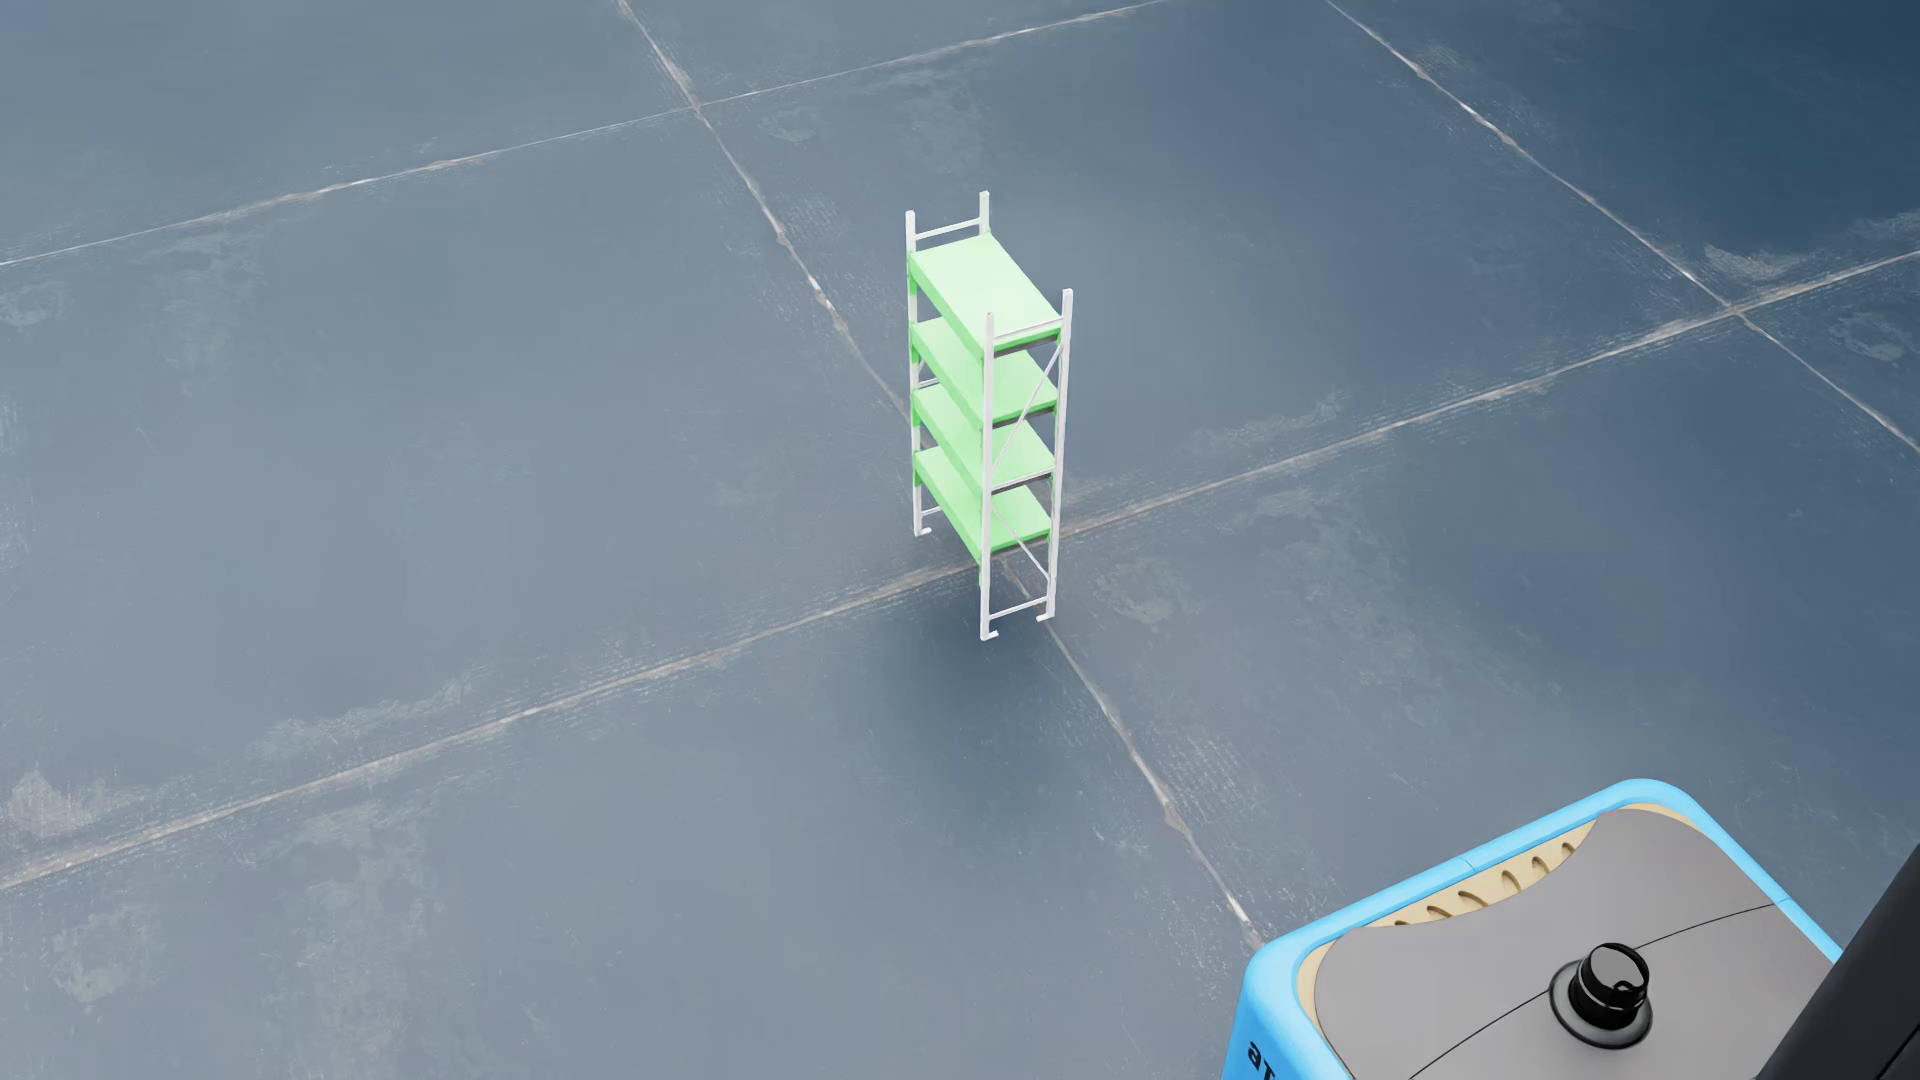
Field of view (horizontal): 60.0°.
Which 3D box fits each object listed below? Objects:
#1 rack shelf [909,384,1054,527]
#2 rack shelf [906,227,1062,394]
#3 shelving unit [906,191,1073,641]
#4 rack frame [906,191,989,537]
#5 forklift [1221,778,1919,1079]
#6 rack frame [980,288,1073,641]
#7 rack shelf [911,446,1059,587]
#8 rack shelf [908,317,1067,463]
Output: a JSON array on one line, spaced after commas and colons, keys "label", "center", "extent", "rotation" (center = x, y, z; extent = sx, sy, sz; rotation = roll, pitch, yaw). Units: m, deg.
[{"label": "rack shelf", "center": [0.070, -0.276, 4.767], "extent": [0.258, 0.148, 0.480], "rotation": [-18, 47, -17]}, {"label": "rack shelf", "center": [0.070, -0.618, 4.429], "extent": [0.258, 0.148, 0.480], "rotation": [-18, 47, -17]}, {"label": "shelving unit", "center": [0.070, -0.322, 4.722], "extent": [0.258, 1.200, 0.503], "rotation": [-18, 47, -17]}, {"label": "rack frame", "center": [-0.033, -0.477, 4.879], "extent": [0.240, 1.200, 0.015], "rotation": [-18, 47, -17]}, {"label": "forklift", "center": [1.592, 1.248, 1.898], "extent": [1.130, 2.935, 3.031], "rotation": [-19, 48, -18]}, {"label": "rack frame", "center": [0.172, -0.166, 4.564], "extent": [0.240, 1.200, 0.015], "rotation": [-18, 47, -17]}, {"label": "rack shelf", "center": [0.070, -0.105, 4.935], "extent": [0.258, 0.148, 0.480], "rotation": [-18, 47, -17]}, {"label": "rack shelf", "center": [0.070, -0.447, 4.598], "extent": [0.258, 0.148, 0.480], "rotation": [-18, 47, -17]}]
